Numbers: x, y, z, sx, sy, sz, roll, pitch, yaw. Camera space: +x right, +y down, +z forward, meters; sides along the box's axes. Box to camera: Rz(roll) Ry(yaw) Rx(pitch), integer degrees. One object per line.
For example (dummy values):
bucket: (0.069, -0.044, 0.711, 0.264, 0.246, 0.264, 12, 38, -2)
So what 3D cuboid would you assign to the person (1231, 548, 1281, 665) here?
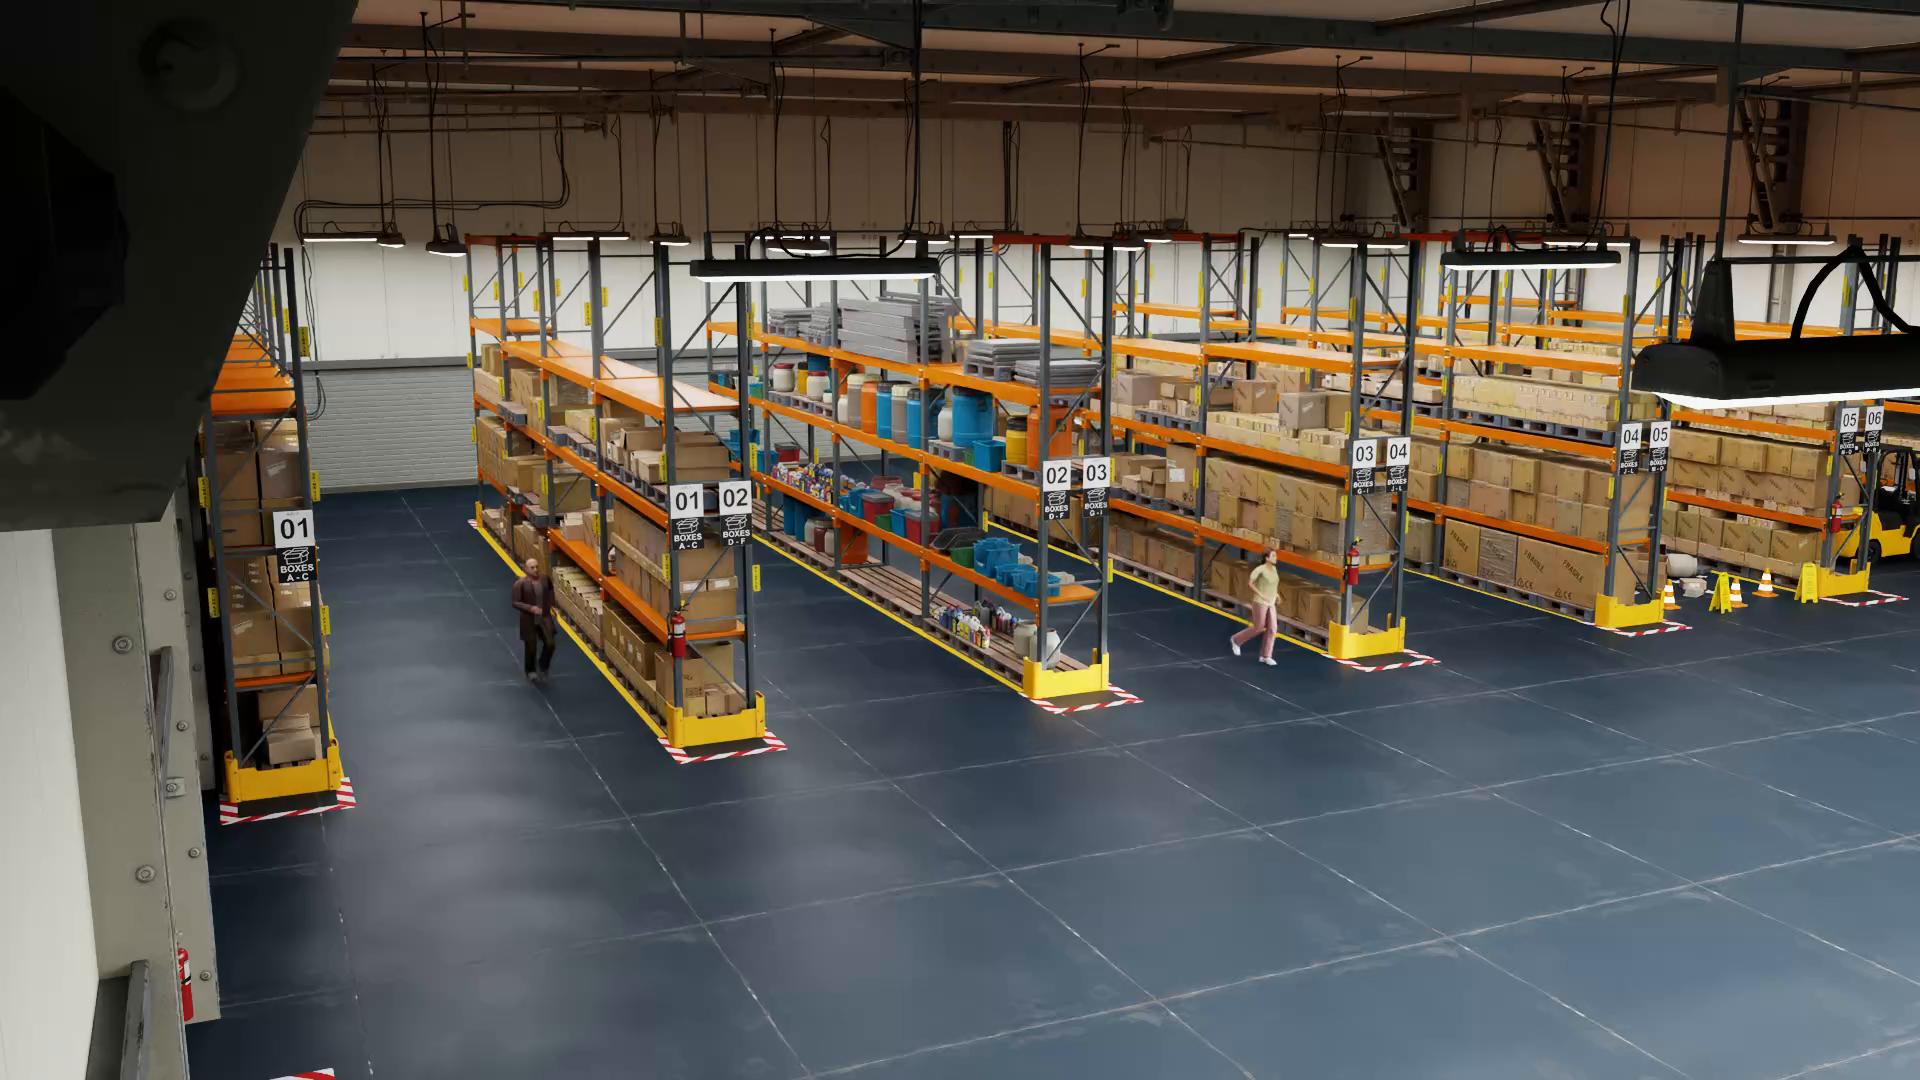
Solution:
person: (4.401, 0.928, 24.064, 0.639, 1.620, 0.791, -9, 14, -40)

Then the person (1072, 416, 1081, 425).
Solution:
person: (2.660, -2.299, 40.511, 0.722, 1.710, 0.621, 1, 11, 7)

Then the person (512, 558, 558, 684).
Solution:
person: (-5.787, 1.120, 22.731, 0.672, 1.771, 0.837, -7, 13, -31)

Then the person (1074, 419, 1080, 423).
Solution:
person: (2.690, -2.413, 41.124, 0.734, 1.729, 0.755, -8, 14, -36)
